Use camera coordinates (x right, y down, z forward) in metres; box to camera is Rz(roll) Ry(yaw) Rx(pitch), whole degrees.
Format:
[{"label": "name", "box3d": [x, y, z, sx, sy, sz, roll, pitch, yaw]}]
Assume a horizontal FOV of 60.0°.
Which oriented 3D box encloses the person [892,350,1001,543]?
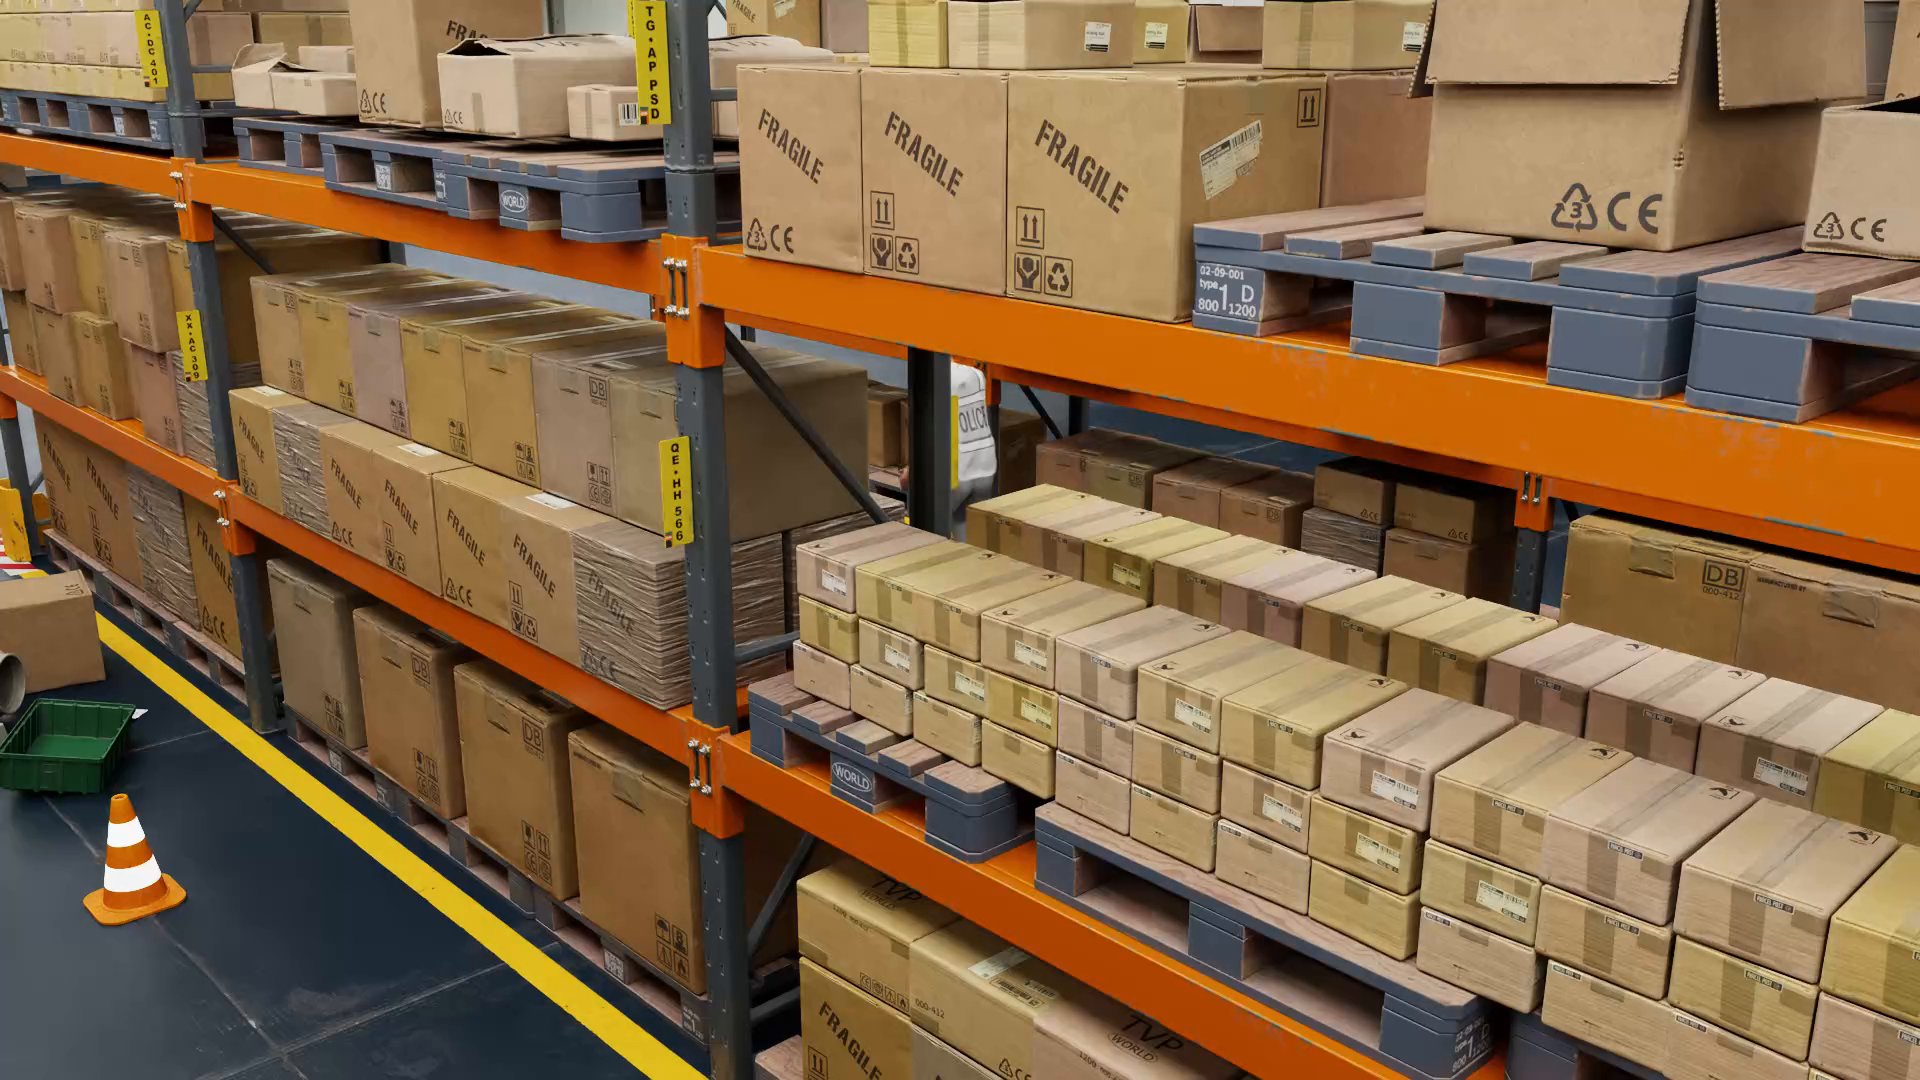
[{"label": "person", "box3d": [-0.095, -0.376, 10.040, 0.581, 1.594, 0.658, -15, 23, -40]}]
